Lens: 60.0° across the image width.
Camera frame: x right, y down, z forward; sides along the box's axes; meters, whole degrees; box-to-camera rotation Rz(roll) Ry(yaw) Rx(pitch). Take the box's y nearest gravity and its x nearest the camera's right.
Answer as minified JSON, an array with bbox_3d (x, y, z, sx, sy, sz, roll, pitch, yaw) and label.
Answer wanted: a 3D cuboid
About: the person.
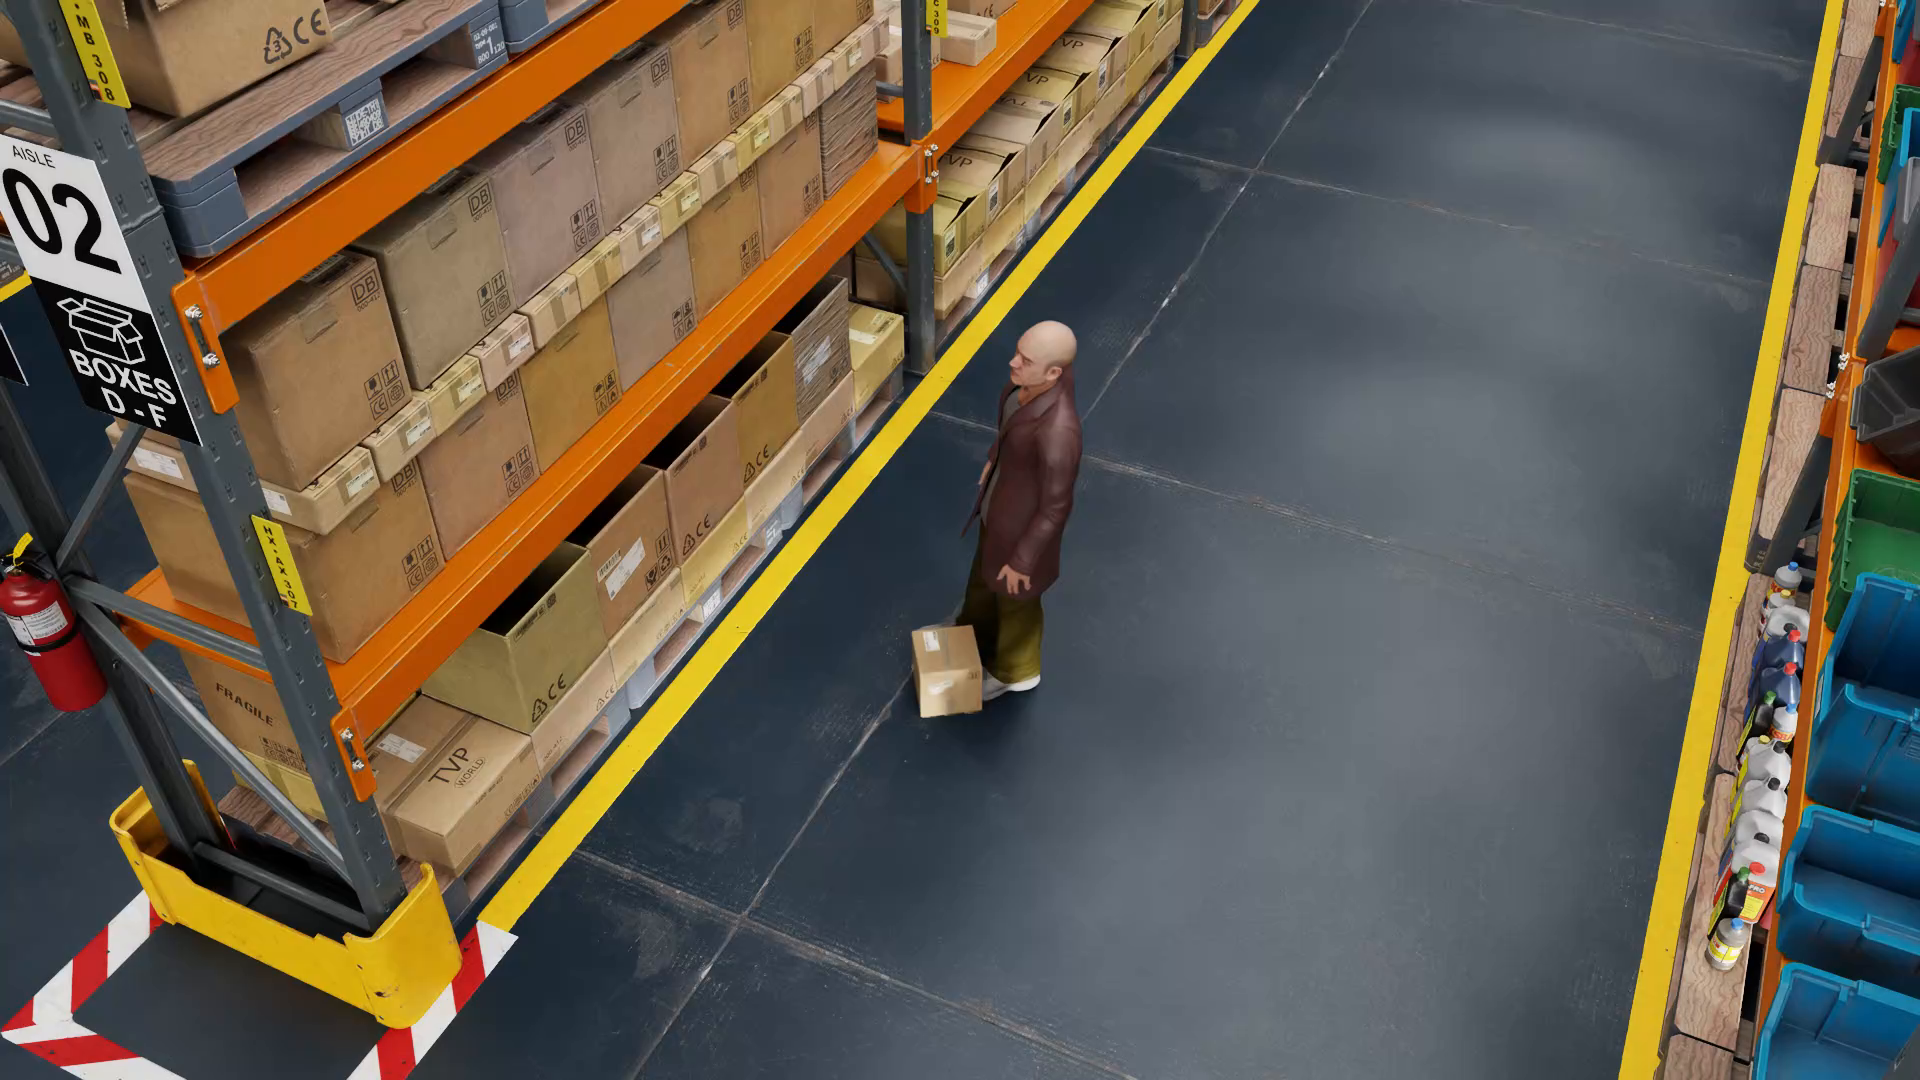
[{"bbox_3d":[0.136,-0.080,6.247,0.582,1.776,0.693,-4,42,-5],"label":"person"}]
